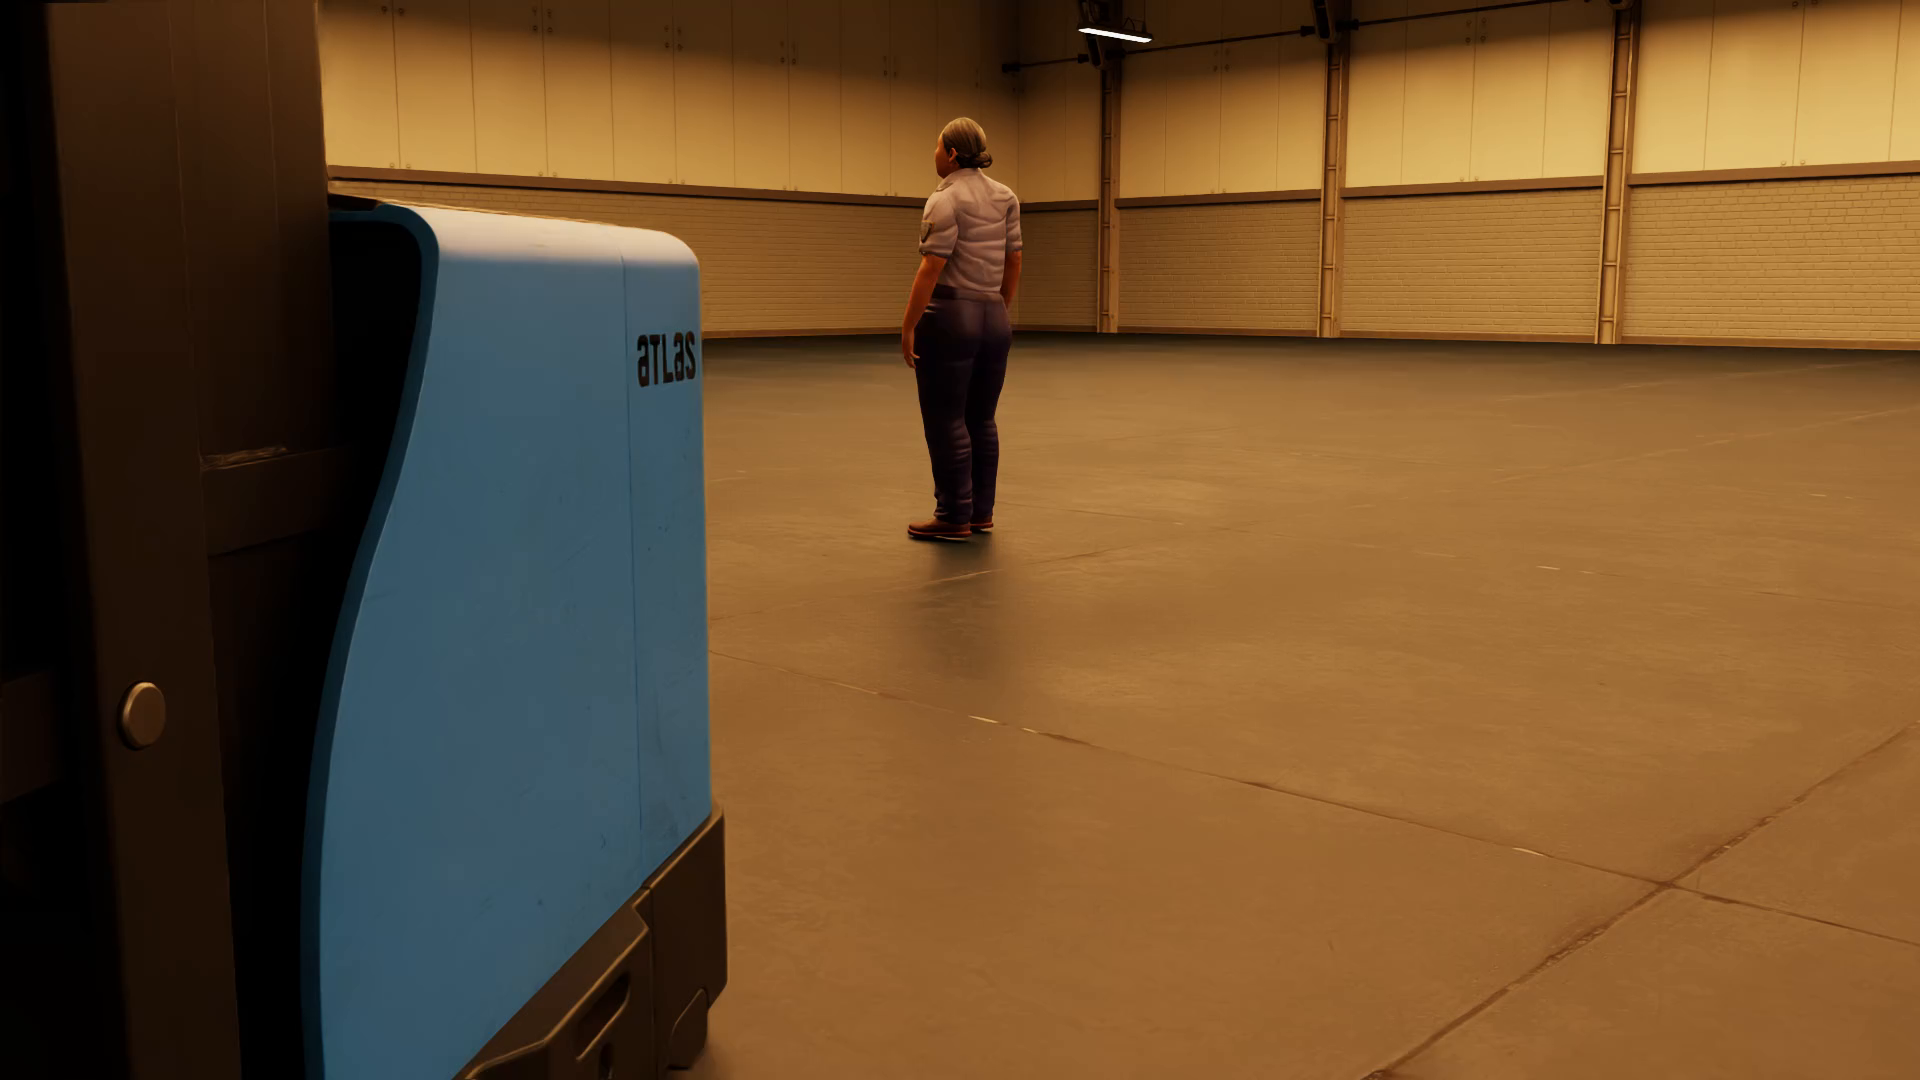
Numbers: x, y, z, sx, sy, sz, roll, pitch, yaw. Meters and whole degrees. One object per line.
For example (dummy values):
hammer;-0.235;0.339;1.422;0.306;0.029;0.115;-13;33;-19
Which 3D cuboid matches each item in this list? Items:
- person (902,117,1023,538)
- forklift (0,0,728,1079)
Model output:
person;-0.049;-0.833;6.672;0.502;1.651;0.598;8;12;43
forklift;-1.054;-0.581;0.732;1.130;2.935;3.031;1;9;9
